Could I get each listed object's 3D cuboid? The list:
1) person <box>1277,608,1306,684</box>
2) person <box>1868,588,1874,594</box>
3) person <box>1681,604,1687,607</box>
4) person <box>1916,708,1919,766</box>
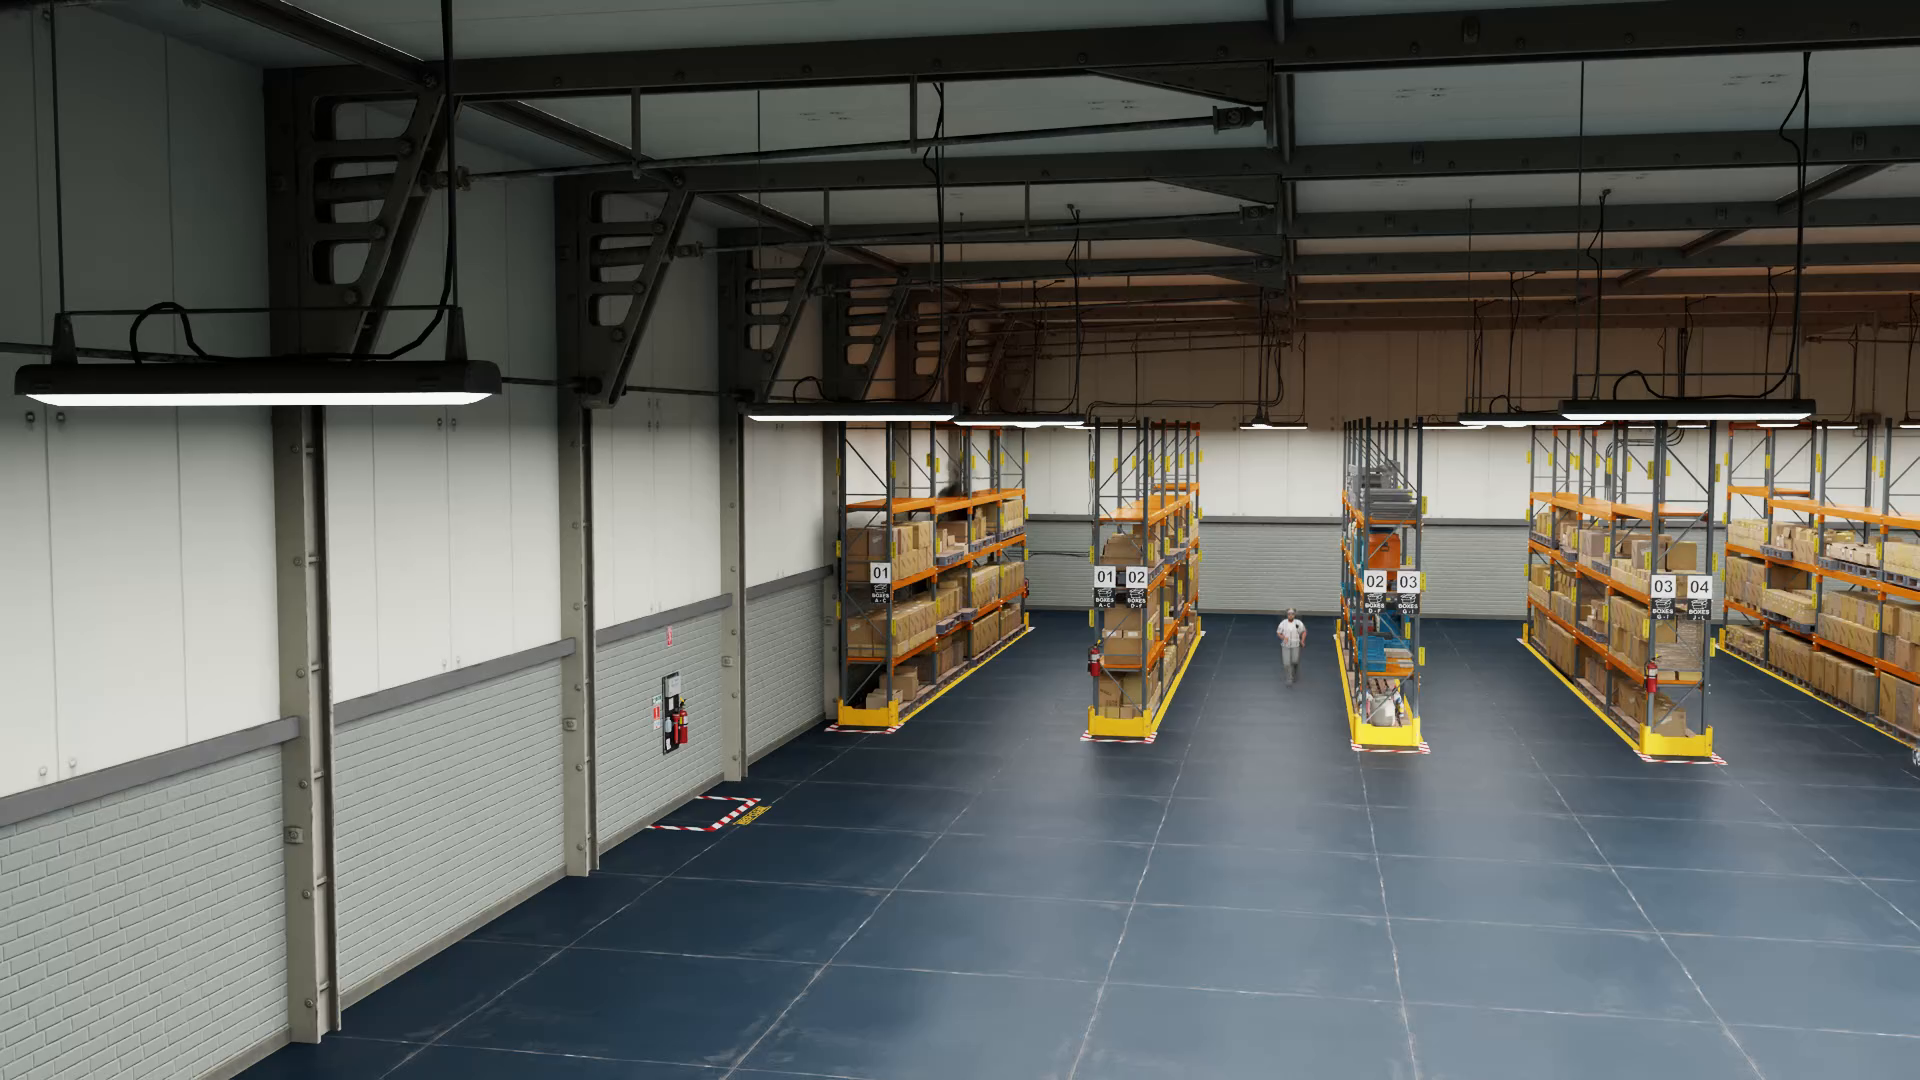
[{"bbox_3d":[7.510,2.403,37.687,0.652,1.743,0.602,1,4,13],"label":"person"},{"bbox_3d":[24.501,2.023,44.689,0.792,1.686,0.548,1,4,14],"label":"person"},{"bbox_3d":[18.888,2.023,43.612,0.681,1.833,0.747,1,4,18],"label":"person"},{"bbox_3d":[16.388,3.141,27.875,0.570,1.556,0.487,-1,4,-21],"label":"person"}]
